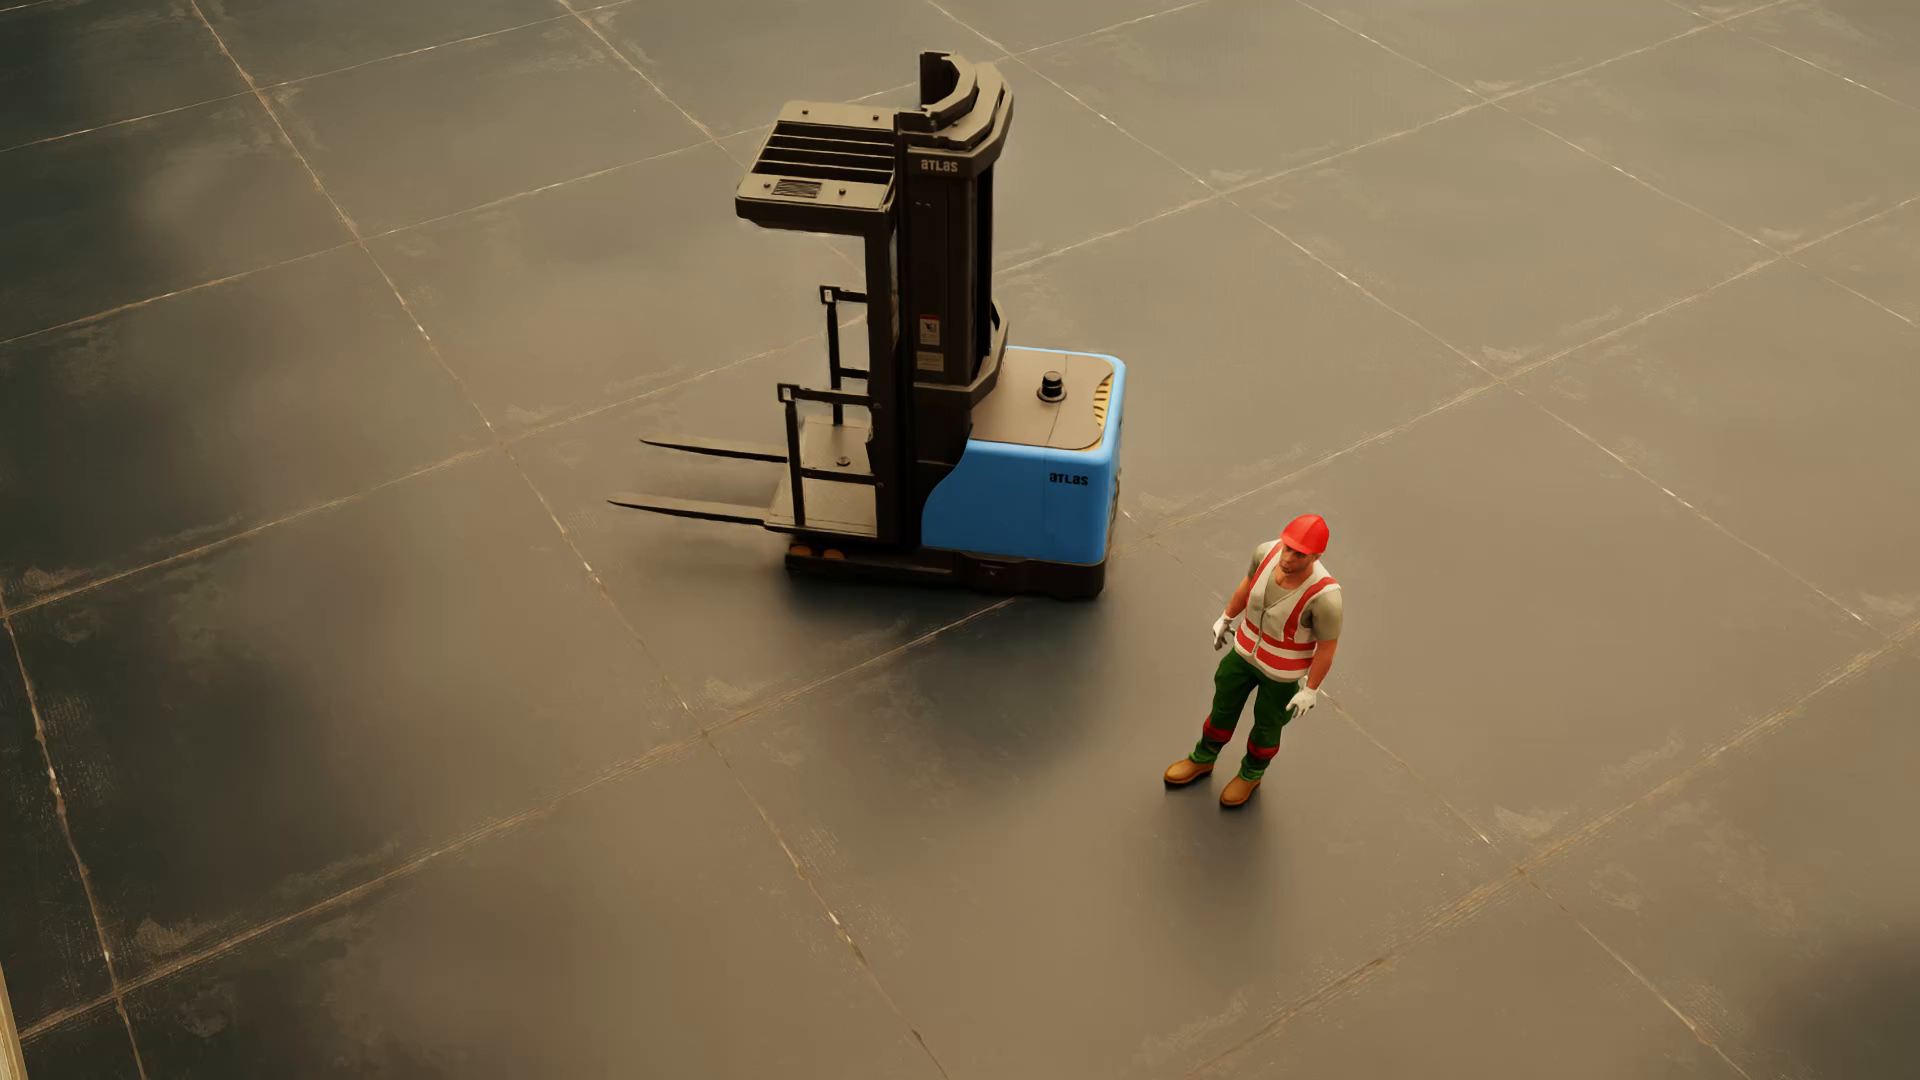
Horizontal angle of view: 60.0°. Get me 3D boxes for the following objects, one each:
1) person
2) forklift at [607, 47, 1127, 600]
[{"bbox_3d":[1.438,0.605,8.037,0.565,1.789,0.643,-28,48,-28],"label":"person"},{"bbox_3d":[-0.582,-1.220,9.268,3.031,2.935,1.130,7,42,7],"label":"forklift"}]
